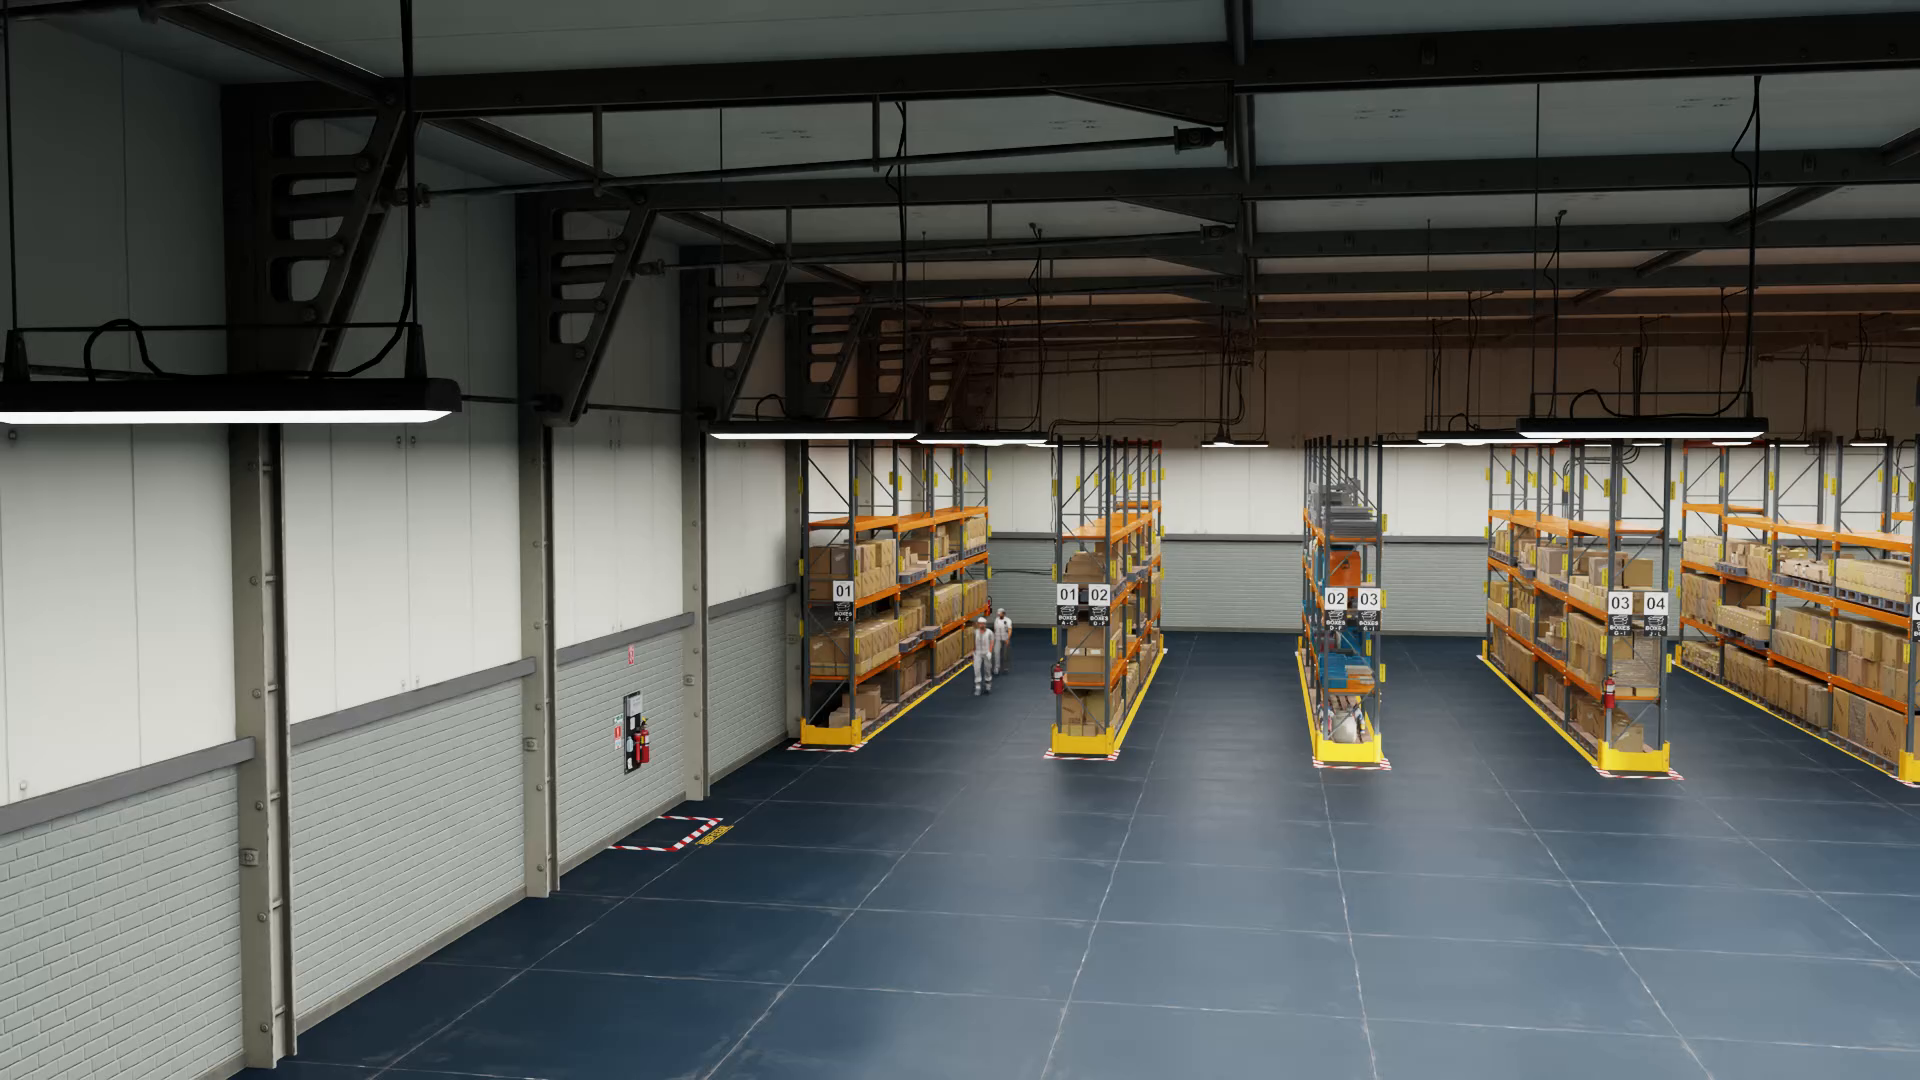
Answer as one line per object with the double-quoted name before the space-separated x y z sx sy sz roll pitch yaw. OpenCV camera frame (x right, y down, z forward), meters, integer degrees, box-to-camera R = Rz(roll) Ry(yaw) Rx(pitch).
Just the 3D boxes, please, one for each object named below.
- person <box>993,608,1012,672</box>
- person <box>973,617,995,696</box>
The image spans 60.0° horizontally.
"person" 1.087 2.574 42.791 0.499 1.631 0.888 1 3 15
"person" 0.526 2.729 39.112 0.559 1.811 0.800 1 3 16
